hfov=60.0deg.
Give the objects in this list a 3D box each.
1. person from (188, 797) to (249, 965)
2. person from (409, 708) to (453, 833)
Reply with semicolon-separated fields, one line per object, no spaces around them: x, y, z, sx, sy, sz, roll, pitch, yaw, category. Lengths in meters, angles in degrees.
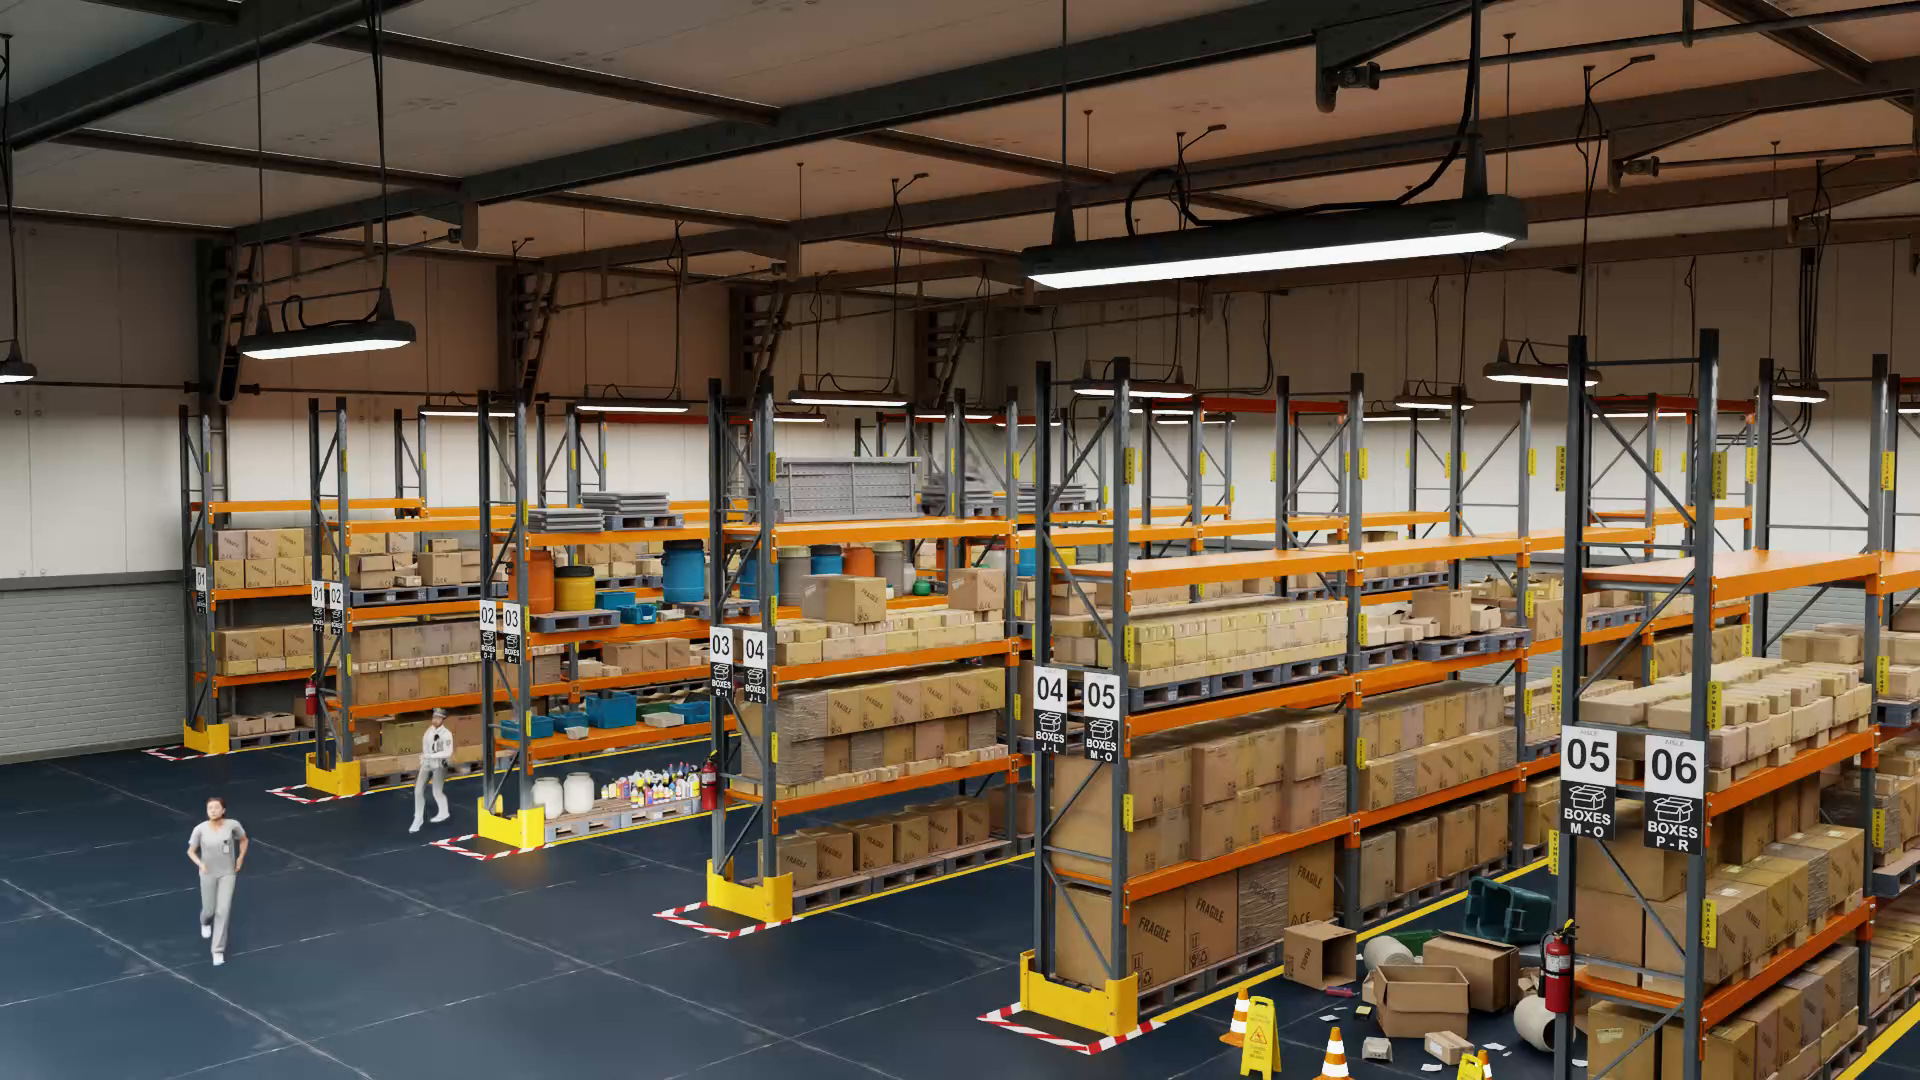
-7.624;3.450;17.112;0.575;1.662;0.820;-1;3;-23;person
-7.152;3.141;22.807;0.588;1.728;0.674;1;3;20;person
